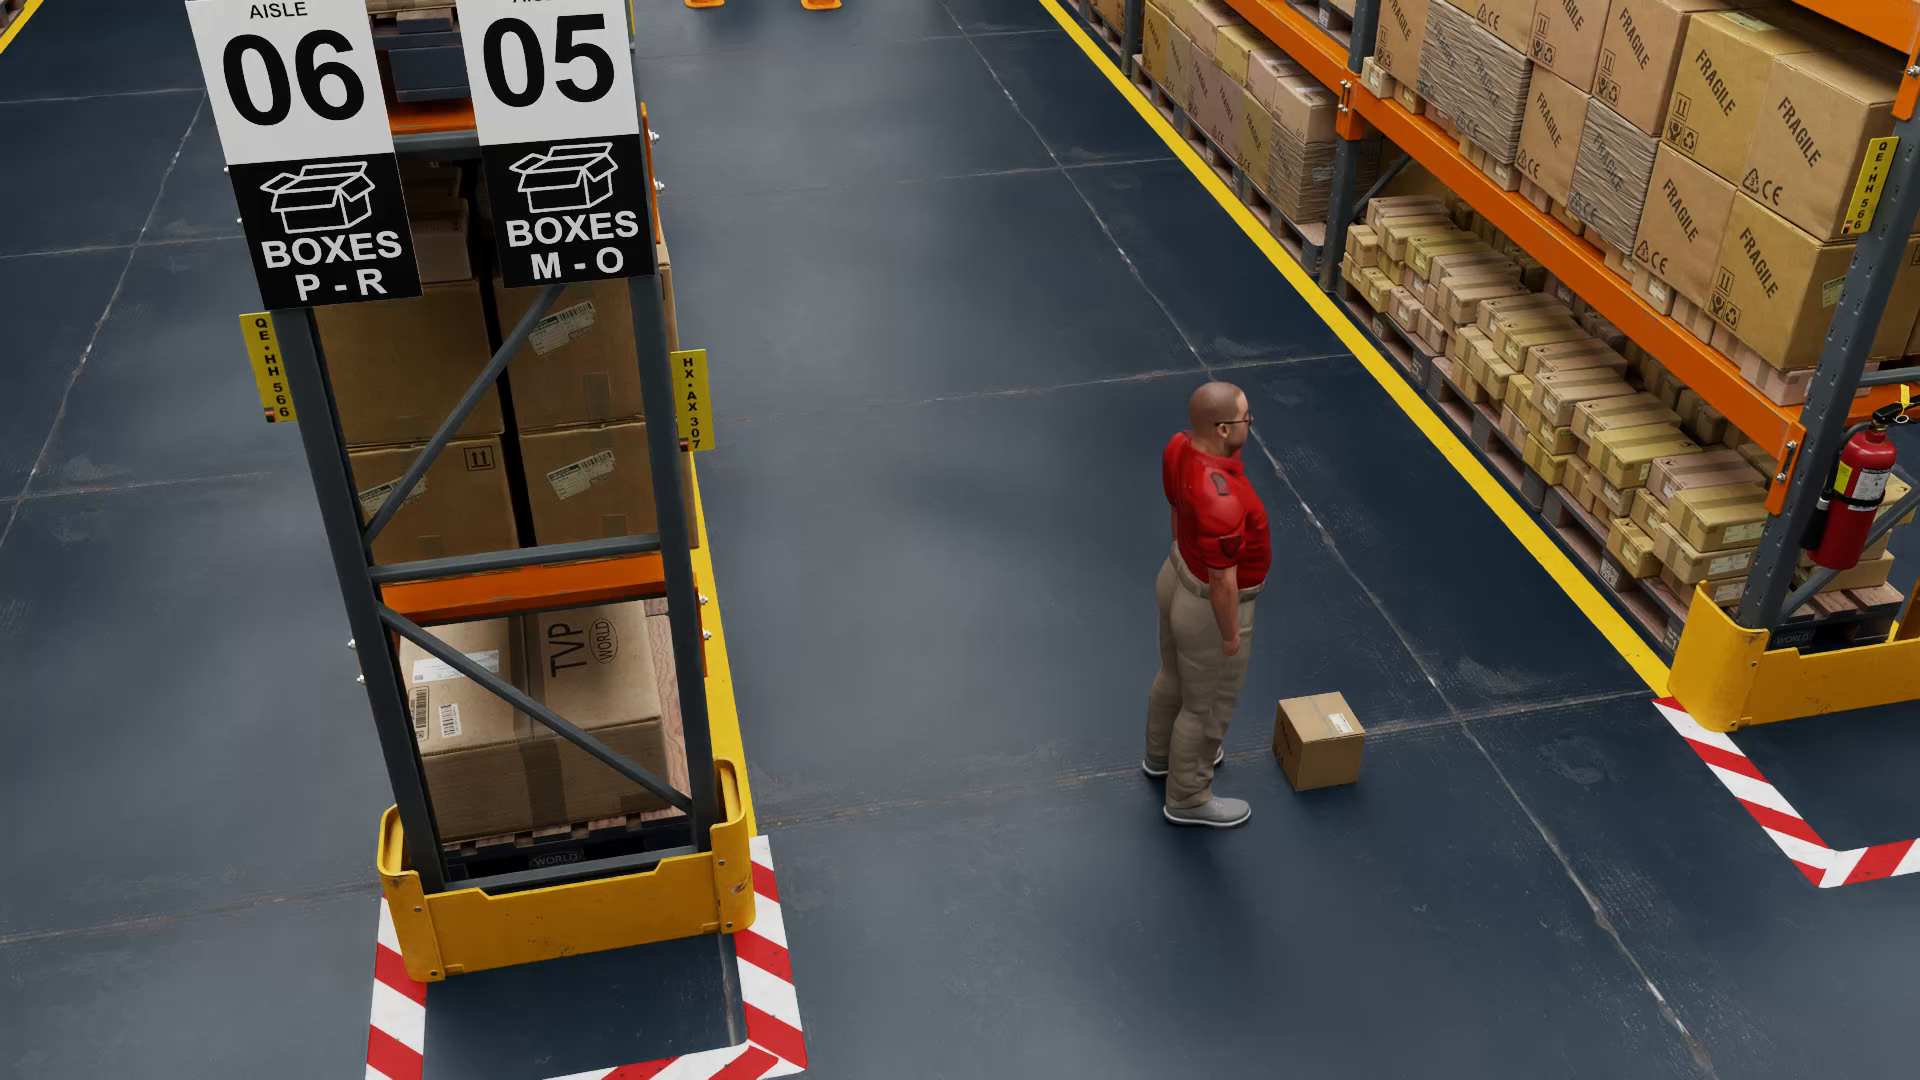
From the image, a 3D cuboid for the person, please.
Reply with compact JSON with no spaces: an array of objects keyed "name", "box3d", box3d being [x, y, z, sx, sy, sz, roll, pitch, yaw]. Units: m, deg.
[{"name":"person","box3d":[0.883,0.215,5.849,0.361,1.734,0.532,-7,35,-10]}]
